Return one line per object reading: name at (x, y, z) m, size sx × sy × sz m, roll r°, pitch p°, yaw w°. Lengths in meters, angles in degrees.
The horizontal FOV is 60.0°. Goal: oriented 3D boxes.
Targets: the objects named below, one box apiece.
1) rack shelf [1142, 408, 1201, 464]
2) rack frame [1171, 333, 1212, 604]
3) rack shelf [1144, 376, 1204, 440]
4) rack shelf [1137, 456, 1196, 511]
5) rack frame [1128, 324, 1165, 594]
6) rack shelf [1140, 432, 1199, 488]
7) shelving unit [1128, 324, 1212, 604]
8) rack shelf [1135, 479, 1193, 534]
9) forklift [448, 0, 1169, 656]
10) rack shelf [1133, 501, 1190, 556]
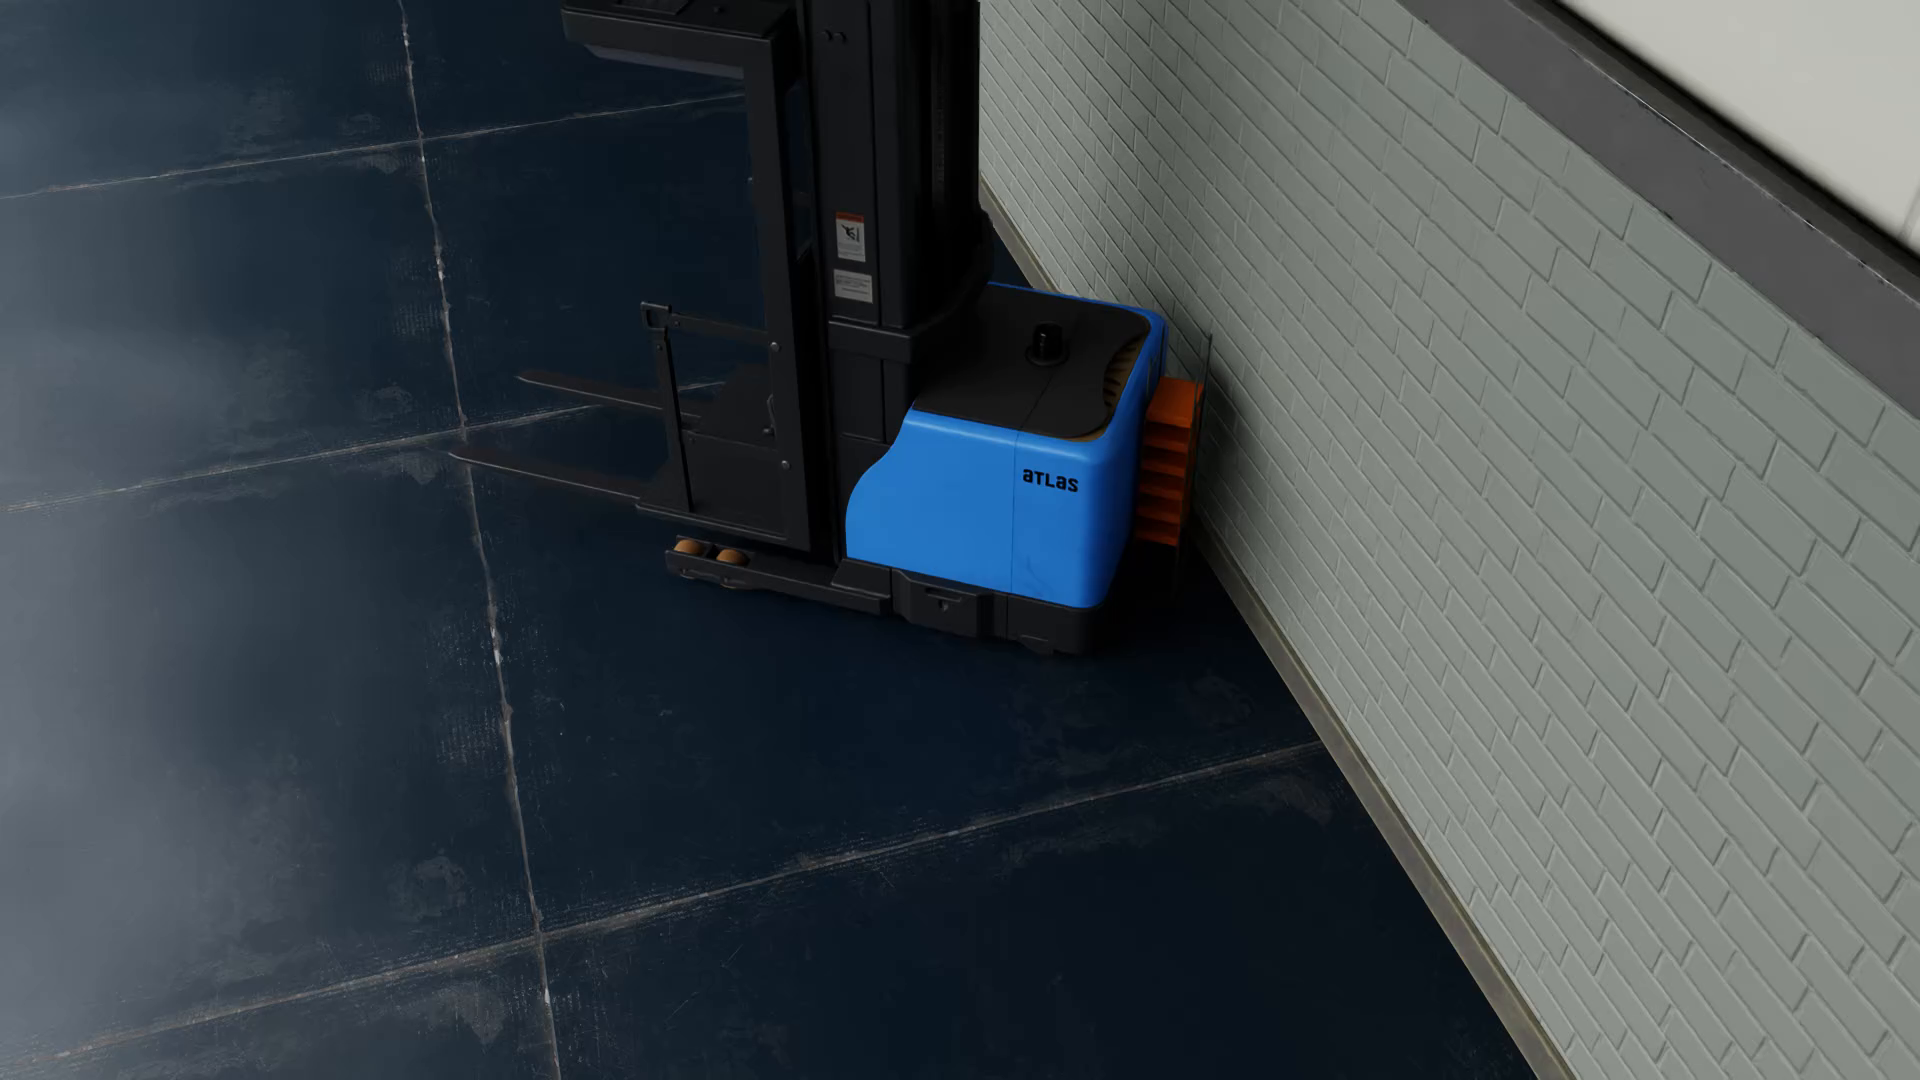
rack shelf at (0.834, -0.428, 6.530) m, size 0.180 × 0.103 × 0.258 m, roll 12°, pitch 43°, yaw 14°
rack frame at (0.921, -0.261, 6.637) m, size 0.006 × 1.200 × 0.240 m, roll 12°, pitch 43°, yaw 14°
rack shelf at (0.834, -0.518, 6.451) m, size 0.180 × 0.103 × 0.258 m, roll 12°, pitch 43°, yaw 14°
rack shelf at (0.834, -0.247, 6.688) m, size 0.180 × 0.103 × 0.258 m, roll 12°, pitch 43°, yaw 14°
rack frame at (0.747, -0.299, 6.680) m, size 0.006 × 1.200 × 0.240 m, roll 12°, pitch 43°, yaw 14°
rack shelf at (0.834, -0.337, 6.609) m, size 0.180 × 0.103 × 0.258 m, roll 12°, pitch 43°, yaw 14°
shelving unit at (0.834, -0.280, 6.659) m, size 0.189 × 1.200 × 0.258 m, roll 12°, pitch 43°, yaw 14°
rack shelf at (0.834, -0.156, 6.767) m, size 0.180 × 0.103 × 0.258 m, roll 12°, pitch 43°, yaw 14°
forklift at (-0.725, -1.215, 6.413) m, size 3.031 × 2.935 × 1.130 m, roll 12°, pitch 43°, yaw 14°
rack shelf at (0.834, -0.066, 6.846) m, size 0.180 × 0.103 × 0.258 m, roll 12°, pitch 43°, yaw 14°
